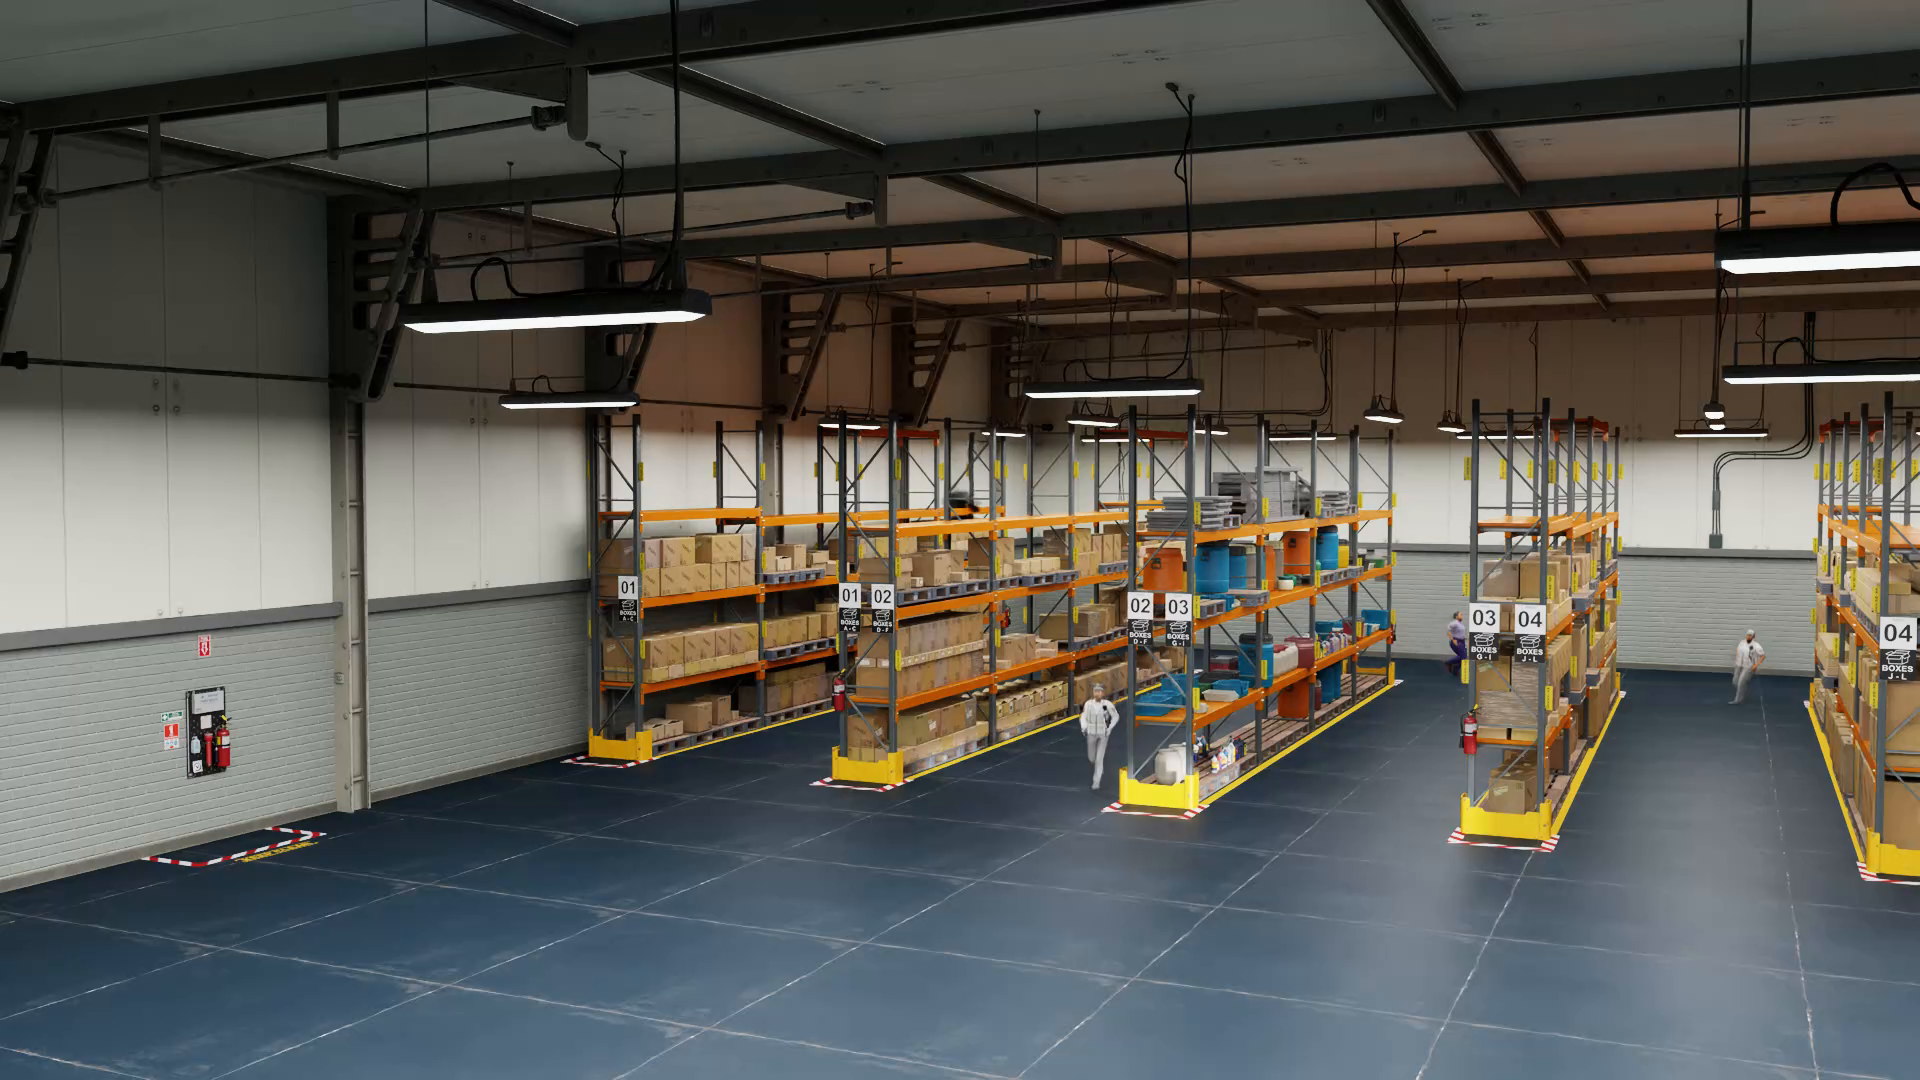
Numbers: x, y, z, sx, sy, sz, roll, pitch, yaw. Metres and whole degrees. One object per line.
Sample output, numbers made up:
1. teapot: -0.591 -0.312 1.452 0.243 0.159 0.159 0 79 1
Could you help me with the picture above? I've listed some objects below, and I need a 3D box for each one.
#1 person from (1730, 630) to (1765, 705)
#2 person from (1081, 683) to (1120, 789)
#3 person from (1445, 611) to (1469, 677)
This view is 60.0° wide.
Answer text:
1. person: 16.948 2.727 35.749 0.647 1.617 0.693 -2 3 -36
2. person: 2.227 3.100 26.521 0.625 1.683 0.661 1 2 16
3. person: 12.185 2.550 40.697 0.547 1.605 0.619 2 3 39
